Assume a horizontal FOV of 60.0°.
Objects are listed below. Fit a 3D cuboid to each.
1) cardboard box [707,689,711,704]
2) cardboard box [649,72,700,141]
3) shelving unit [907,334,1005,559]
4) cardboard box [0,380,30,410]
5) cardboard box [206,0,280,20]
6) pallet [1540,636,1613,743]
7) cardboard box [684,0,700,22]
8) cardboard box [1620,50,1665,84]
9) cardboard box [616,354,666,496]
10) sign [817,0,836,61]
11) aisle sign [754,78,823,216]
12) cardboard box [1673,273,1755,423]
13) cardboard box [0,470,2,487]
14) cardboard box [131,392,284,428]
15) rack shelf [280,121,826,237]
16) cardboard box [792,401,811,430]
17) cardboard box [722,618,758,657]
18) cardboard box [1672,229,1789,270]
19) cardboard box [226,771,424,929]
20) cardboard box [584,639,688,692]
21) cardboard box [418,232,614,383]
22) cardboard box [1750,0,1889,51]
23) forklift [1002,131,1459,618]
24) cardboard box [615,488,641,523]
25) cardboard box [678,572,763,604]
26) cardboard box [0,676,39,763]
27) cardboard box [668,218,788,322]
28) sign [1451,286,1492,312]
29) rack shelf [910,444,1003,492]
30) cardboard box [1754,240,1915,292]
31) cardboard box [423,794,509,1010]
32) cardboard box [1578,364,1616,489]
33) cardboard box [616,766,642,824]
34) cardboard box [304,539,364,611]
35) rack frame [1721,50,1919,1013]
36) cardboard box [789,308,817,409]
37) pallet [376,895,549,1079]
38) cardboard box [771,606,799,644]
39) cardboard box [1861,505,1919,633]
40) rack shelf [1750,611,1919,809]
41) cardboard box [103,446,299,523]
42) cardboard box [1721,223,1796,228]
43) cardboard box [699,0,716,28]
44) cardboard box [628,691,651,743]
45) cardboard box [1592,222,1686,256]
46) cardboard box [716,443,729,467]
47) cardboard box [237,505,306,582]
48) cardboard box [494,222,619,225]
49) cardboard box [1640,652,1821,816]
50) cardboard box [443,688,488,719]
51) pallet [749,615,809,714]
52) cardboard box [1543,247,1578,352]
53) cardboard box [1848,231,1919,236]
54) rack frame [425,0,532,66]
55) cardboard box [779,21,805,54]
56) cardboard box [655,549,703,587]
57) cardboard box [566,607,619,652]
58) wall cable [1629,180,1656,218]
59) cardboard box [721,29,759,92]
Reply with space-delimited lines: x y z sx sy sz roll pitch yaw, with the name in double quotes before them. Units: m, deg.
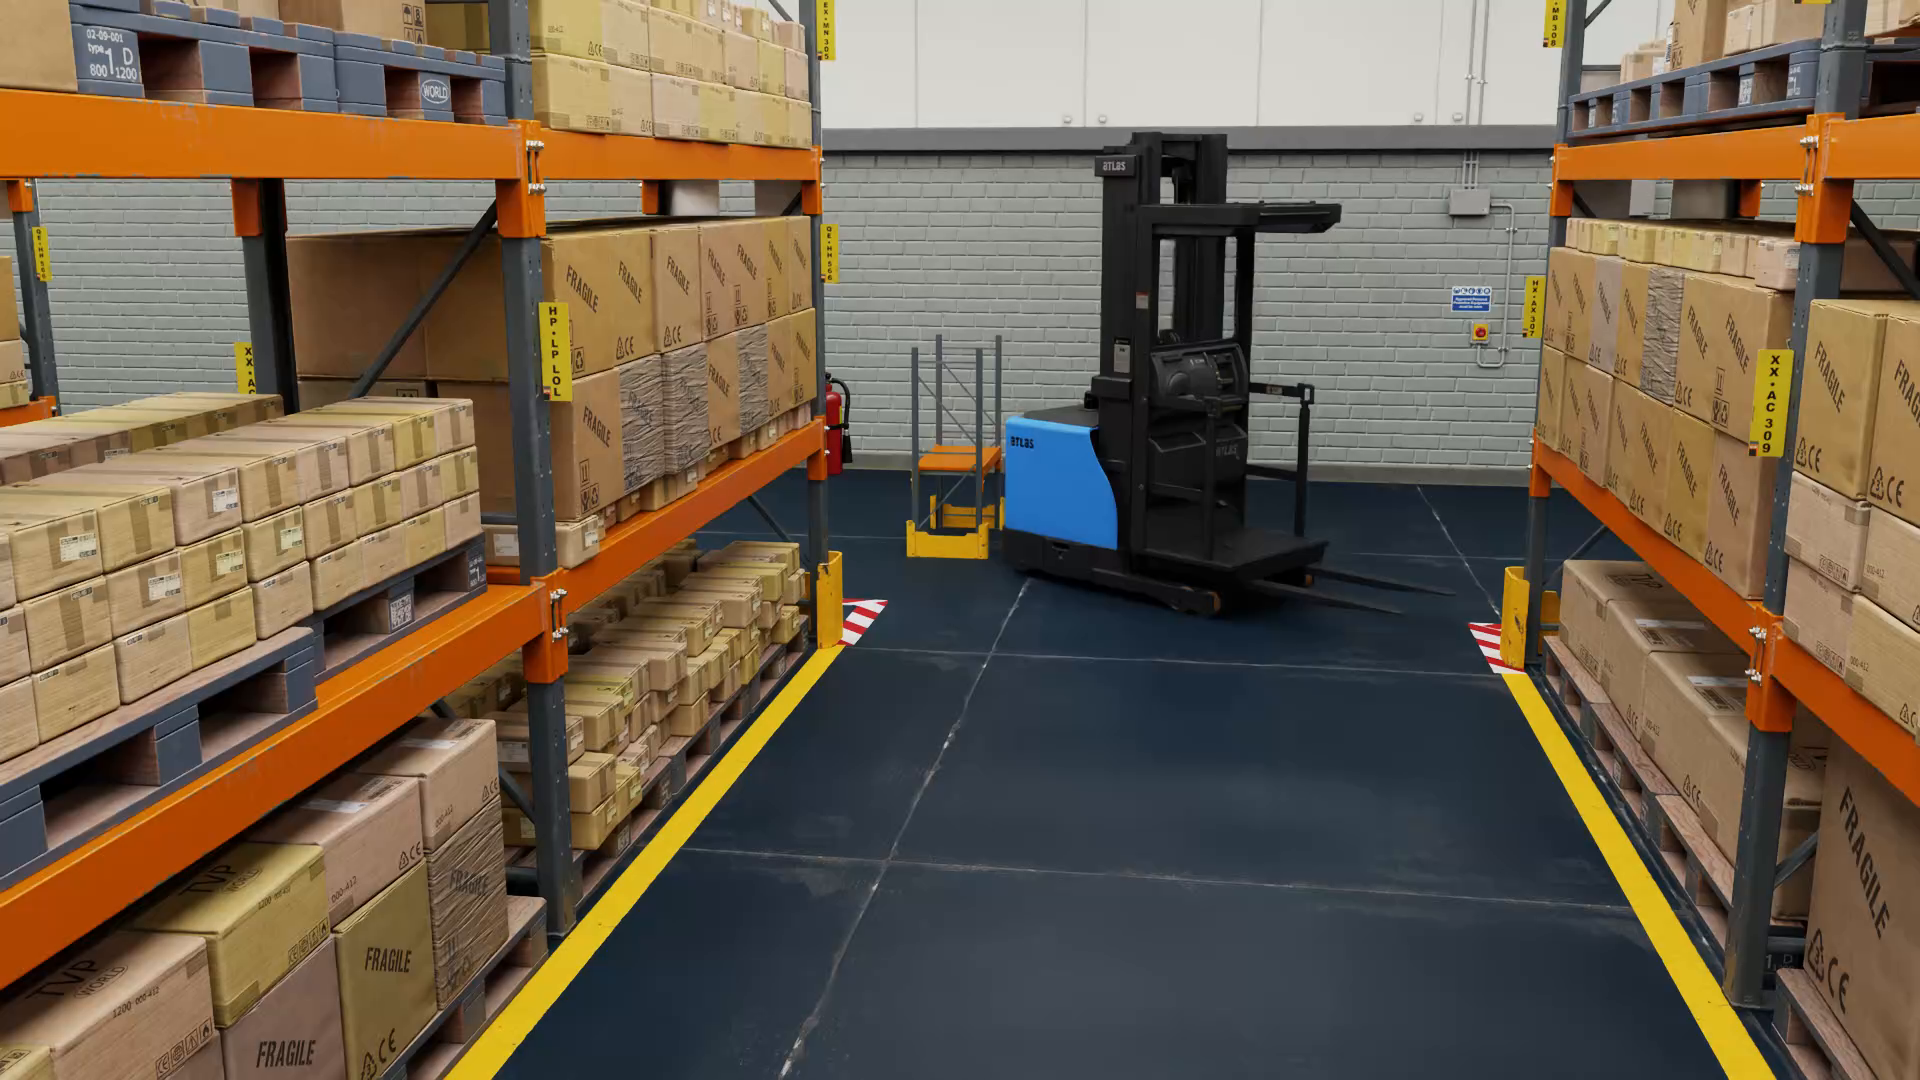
"cardboard box" -1.393 0.719 7.808 0.380 0.149 0.250 2 12 10
"cardboard box" -1.392 -1.769 6.816 0.500 0.250 0.500 2 12 11
"shelving unit" -0.012 -0.717 12.262 0.587 1.500 1.083 2 12 9
"cardboard box" -5.891 -0.882 10.063 0.380 0.149 0.250 2 12 10
"cardboard box" -2.234 -1.527 4.554 0.500 0.311 0.500 2 12 8
"pallet" 3.585 0.763 8.450 1.003 0.211 1.213 2 12 9
"cardboard box" -1.330 -2.287 7.090 0.380 0.149 0.250 2 12 7
"cardboard box" 3.236 -2.147 7.580 0.380 0.149 0.250 2 12 11
"cardboard box" -1.497 -0.468 6.601 0.500 0.500 0.500 2 12 9
"sign" -0.731 -2.785 9.075 0.100 0.325 0.005 2 12 9
"aisle sign" -0.968 -2.184 9.339 0.394 0.787 0.004 2 12 9
"cardboard box" 2.901 -0.686 5.947 0.500 0.500 0.500 2 12 8
"cardboard box" -2.604 -0.112 4.083 0.380 0.149 0.250 2 12 11
"cardboard box" -2.406 -0.382 5.332 0.380 0.149 0.250 3 12 12
"rack shelf" -1.584 -1.606 7.415 1.077 0.370 4.000 2 12 9
"cardboard box" -1.047 -0.708 9.256 0.380 0.149 0.250 2 12 9
"cardboard box" -1.220 0.470 8.255 0.380 0.149 0.250 2 12 9
"cardboard box" 3.007 -1.129 6.463 0.380 0.149 0.250 2 12 7
"cardboard box" -1.848 0.844 4.612 0.500 0.250 0.500 2 12 11
"cardboard box" -1.405 0.542 7.216 0.380 0.149 0.250 2 12 10
"cardboard box" -1.581 -0.845 5.975 0.500 0.500 0.500 2 12 10
"cardboard box" 2.797 -1.734 5.385 0.396 0.266 0.258 2 12 10
"forklift" 1.687 -1.074 10.520 1.130 2.935 3.031 -12 17 -43
"cardboard box" -1.521 -0.171 6.762 0.380 0.149 0.250 1 12 6
"cardboard box" -1.219 0.268 8.487 0.380 0.149 0.250 1 12 6
"cardboard box" -2.077 0.364 3.282 0.380 0.149 0.250 2 12 11
"cardboard box" -1.179 -1.382 8.471 0.500 0.500 0.500 1 12 7
"sign" 4.437 -2.090 14.429 0.327 0.218 0.001 2 12 9
"rack shelf" -0.013 -0.540 12.291 0.538 0.185 1.000 2 12 9
"cardboard box" 2.748 -0.865 5.238 0.380 0.149 0.250 2 12 7
"cardboard box" -1.756 1.103 5.190 0.500 0.500 0.500 2 12 8
"cardboard box" 3.127 -0.516 7.528 0.500 0.500 0.500 2 12 8
"cardboard box" -1.477 0.992 6.540 0.380 0.149 0.250 2 12 10
"cardboard box" -1.875 0.089 4.559 0.380 0.149 0.250 1 12 6
"rack frame" 3.015 0.064 5.077 1.000 3.000 0.127 2 12 9
"cardboard box" -1.091 -1.001 9.073 0.500 0.500 0.500 2 12 10
"pallet" -2.009 1.450 5.265 1.003 0.211 1.213 2 12 9
"cardboard box" -1.090 0.453 9.040 0.380 0.149 0.250 2 12 10
"cardboard box" 2.617 0.085 4.150 0.500 0.250 0.500 2 12 10
"rack shelf" 2.708 0.832 3.221 1.077 0.370 4.000 2 12 9
"cardboard box" -1.924 -0.143 4.226 0.380 0.149 0.250 1 12 7
"cardboard box" 3.612 -1.329 7.390 0.380 0.149 0.250 2 12 8
"cardboard box" -1.295 -2.342 7.344 0.380 0.149 0.250 2 12 7
"cardboard box" -1.523 0.739 7.009 0.380 0.149 0.250 1 12 6
"cardboard box" 3.157 -1.396 7.700 0.380 0.149 0.250 1 12 7
"cardboard box" -1.332 -0.443 8.025 0.380 0.149 0.250 1 12 6
"cardboard box" -1.917 0.004 4.251 0.380 0.149 0.250 1 12 6
"cardboard box" -1.856 -1.187 7.566 0.500 0.500 0.500 1 12 7
"cardboard box" 3.355 0.797 6.758 0.875 0.438 0.875 2 12 7
"cardboard box" -2.094 0.685 6.552 0.380 0.149 0.250 2 12 9
"pallet" -1.448 0.639 9.028 1.003 0.211 1.213 2 12 9
"cardboard box" 3.275 -1.216 8.404 0.500 0.500 0.500 2 12 7
"cardboard box" 3.510 -1.061 6.145 0.380 0.149 0.250 2 12 7
"rack frame" -1.891 -3.008 5.091 1.000 3.000 0.127 2 12 9
"cardboard box" -1.037 -2.662 8.827 0.380 0.149 0.250 2 12 8
"cardboard box" -1.616 0.149 9.041 0.380 0.149 0.250 2 12 10
"cardboard box" -1.819 0.417 7.794 0.380 0.149 0.250 2 12 9
"wall cable" 5.878 -2.396 14.082 0.588 1.984 0.122 2 12 9
"cardboard box" -1.254 -2.228 7.763 0.500 0.250 0.500 2 12 9
